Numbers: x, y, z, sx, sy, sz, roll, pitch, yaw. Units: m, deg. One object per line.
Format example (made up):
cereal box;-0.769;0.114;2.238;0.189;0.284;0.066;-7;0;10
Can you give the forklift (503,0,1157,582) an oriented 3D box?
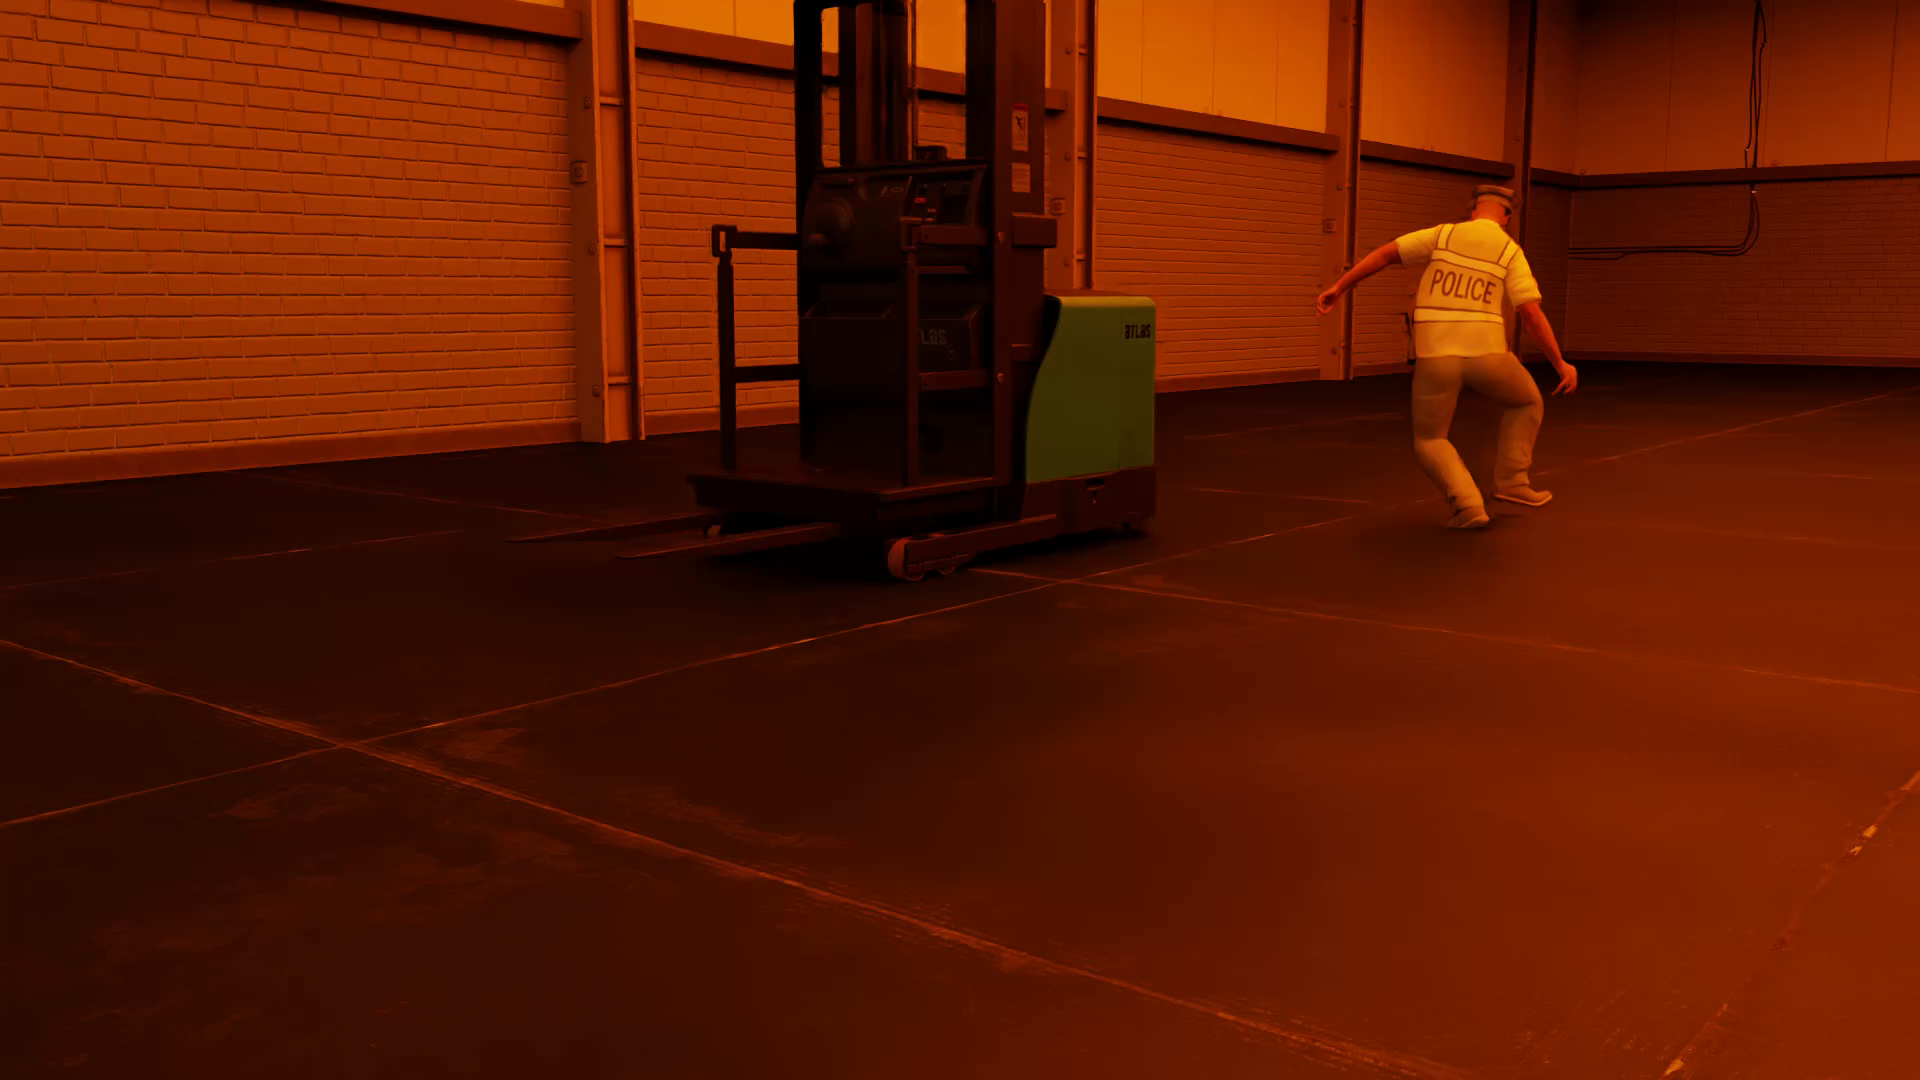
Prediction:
forklift;-0.410;-1.372;6.656;1.130;2.935;3.031;7;11;38

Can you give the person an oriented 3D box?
person;2.307;-0.838;7.928;1.205;1.685;0.623;2;9;14
